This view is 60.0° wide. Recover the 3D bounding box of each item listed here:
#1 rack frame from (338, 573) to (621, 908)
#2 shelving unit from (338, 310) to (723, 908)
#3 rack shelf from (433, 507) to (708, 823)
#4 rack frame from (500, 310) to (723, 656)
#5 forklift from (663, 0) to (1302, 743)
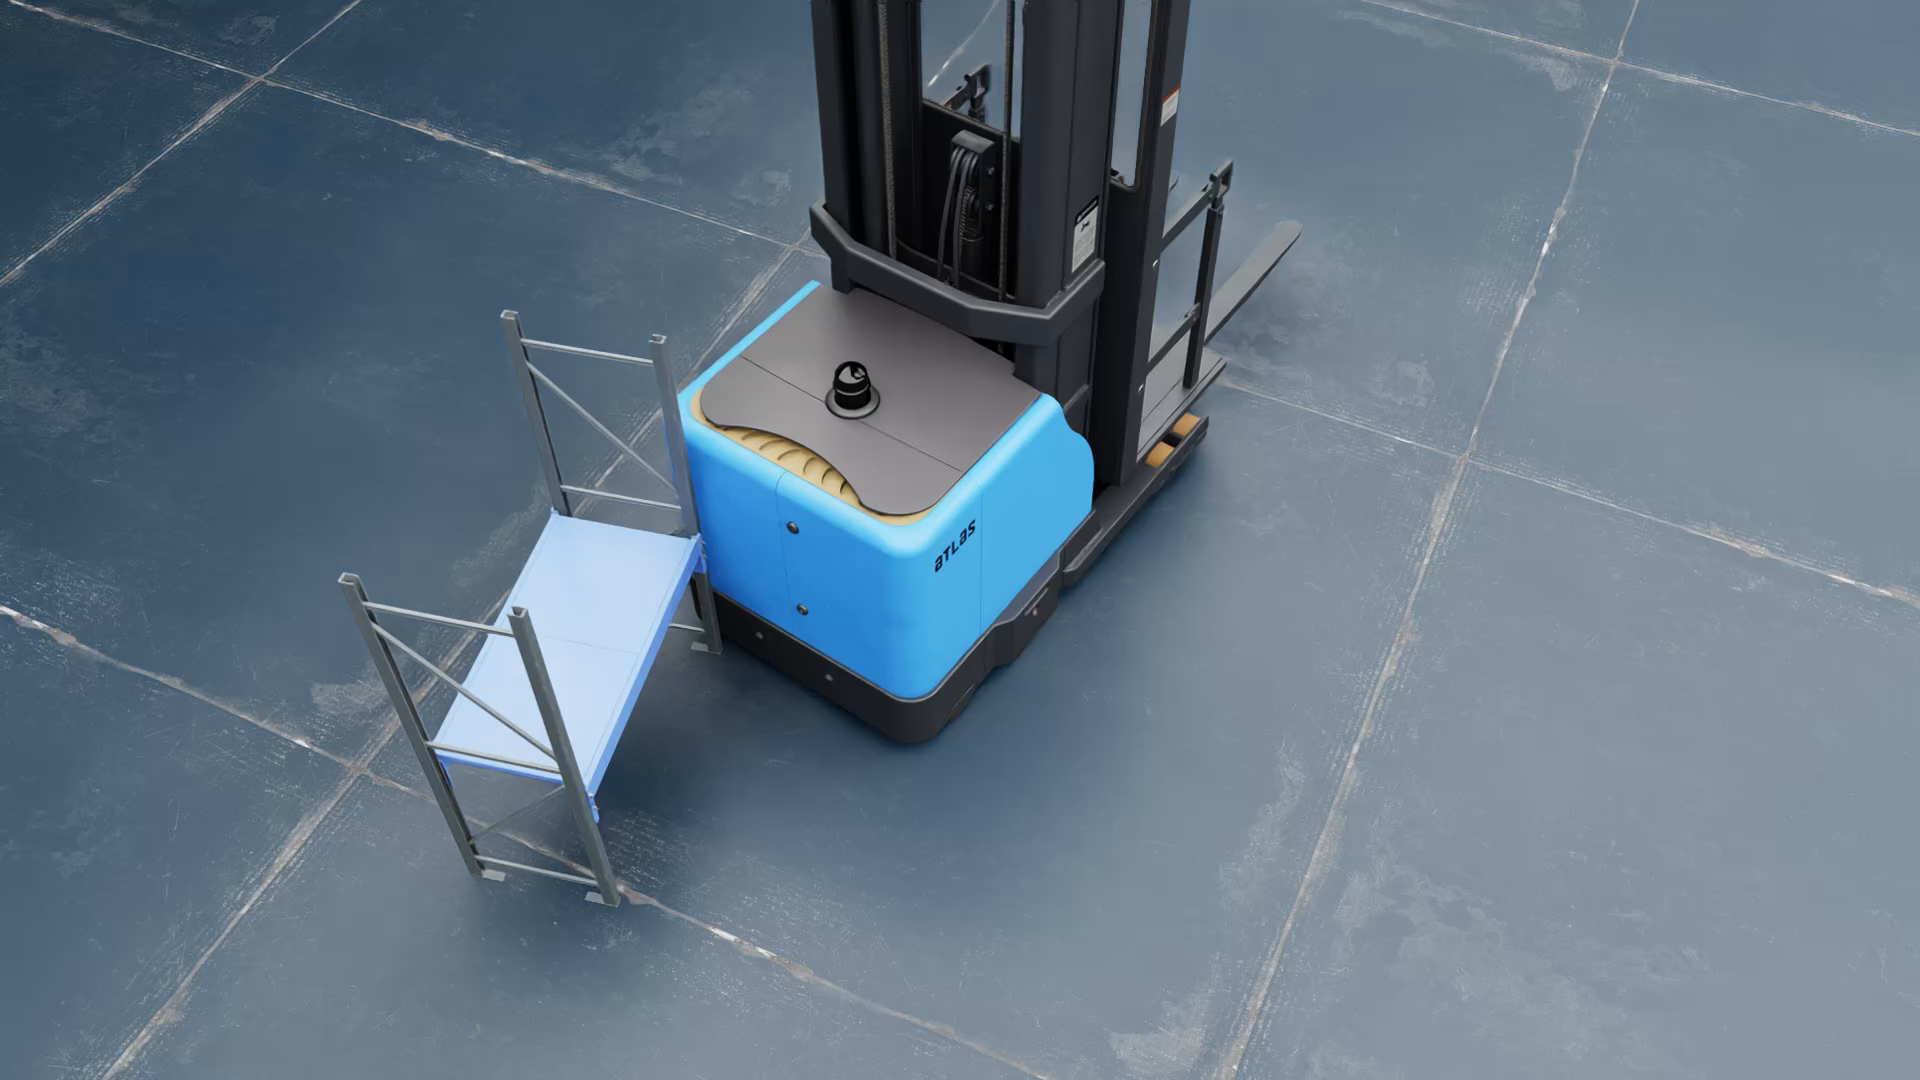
[{"bbox_3d":[-1.322,0.623,4.735,0.500,1.500,0.032,10,50,9],"label":"rack frame"},{"bbox_3d":[-1.206,0.246,5.056,0.538,1.500,1.048,10,50,9],"label":"shelving unit"},{"bbox_3d":[-1.206,0.363,5.193,0.538,0.185,1.000,10,50,9],"label":"rack shelf"},{"bbox_3d":[-1.090,-0.131,5.376,0.500,1.500,0.032,10,50,9],"label":"rack frame"},{"bbox_3d":[0.314,-1.361,5.483,1.130,2.935,3.031,28,55,22],"label":"forklift"}]
